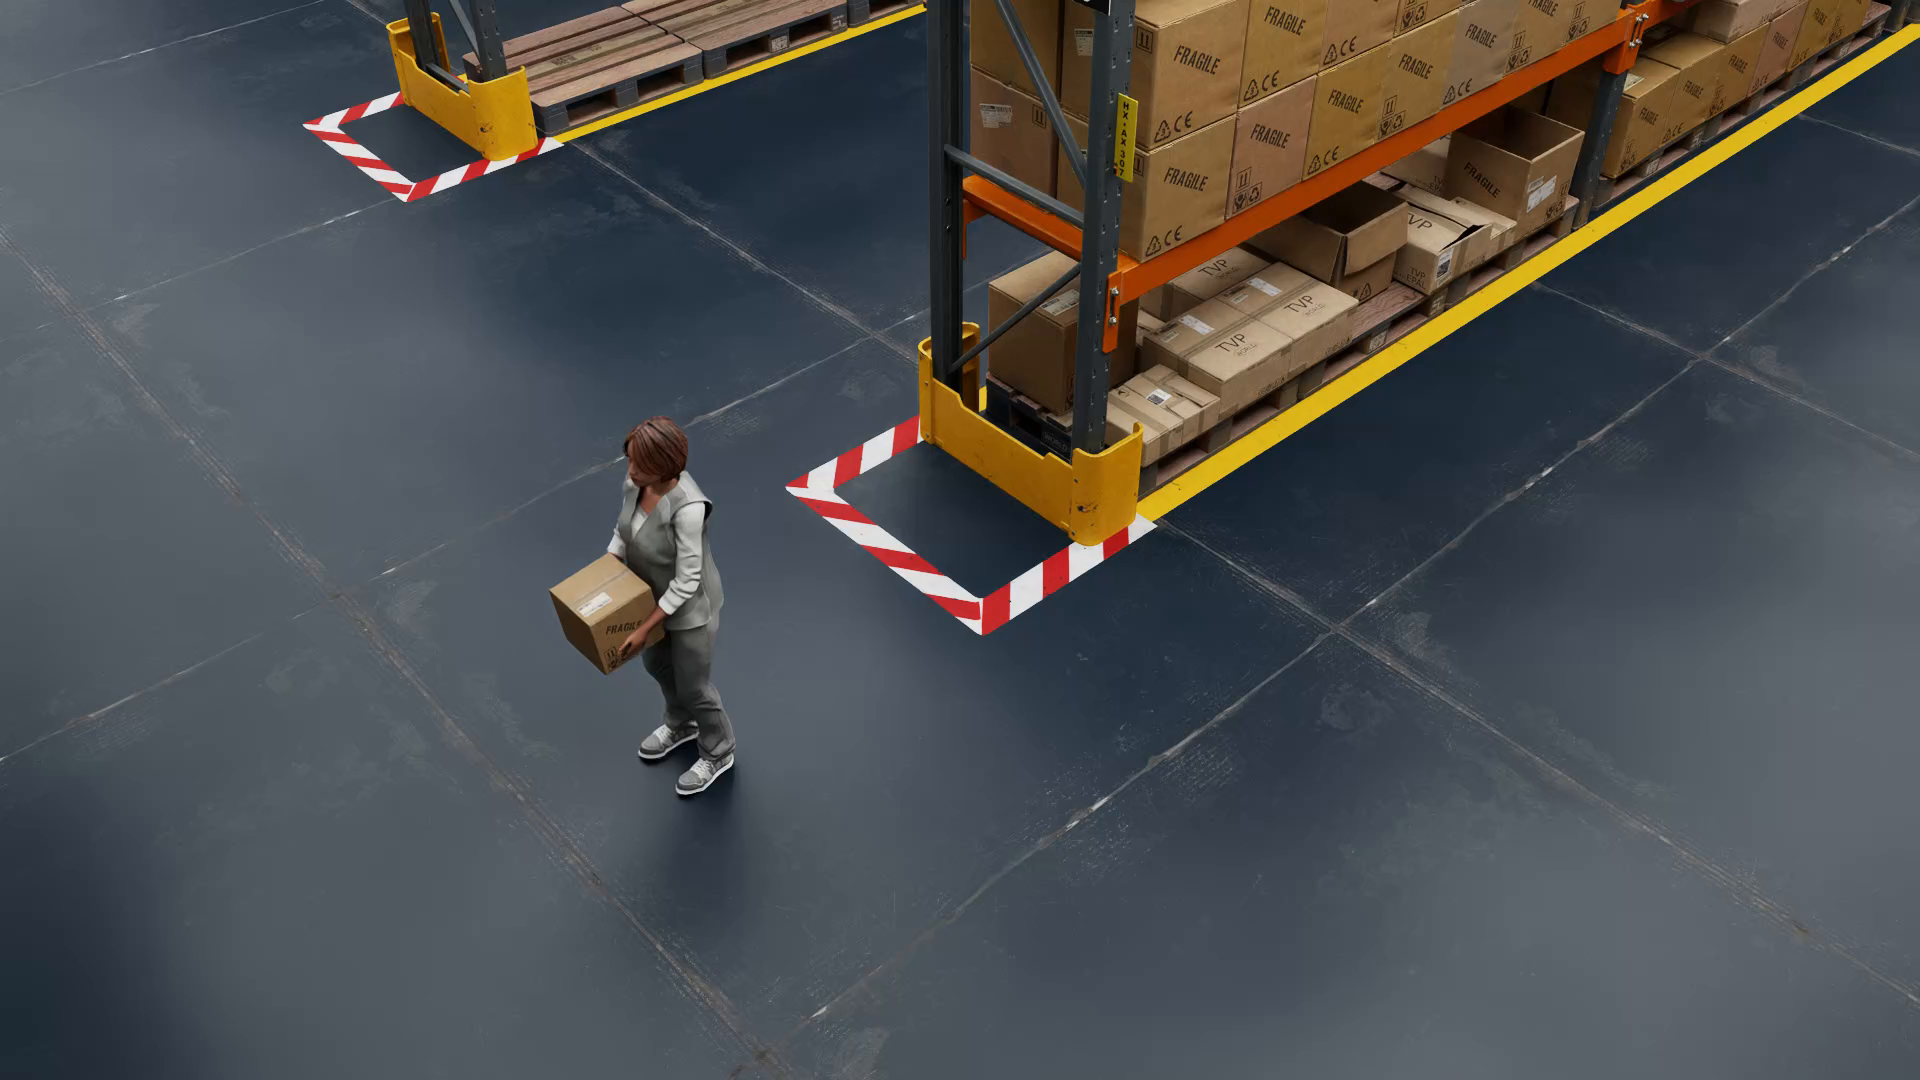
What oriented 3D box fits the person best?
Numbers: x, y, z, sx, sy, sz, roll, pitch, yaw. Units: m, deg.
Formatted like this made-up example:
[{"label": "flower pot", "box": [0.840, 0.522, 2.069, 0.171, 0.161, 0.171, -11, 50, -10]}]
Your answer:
[{"label": "person", "box": [-1.066, 0.263, 5.853, 0.471, 1.596, 0.438, -31, 49, -31]}]
